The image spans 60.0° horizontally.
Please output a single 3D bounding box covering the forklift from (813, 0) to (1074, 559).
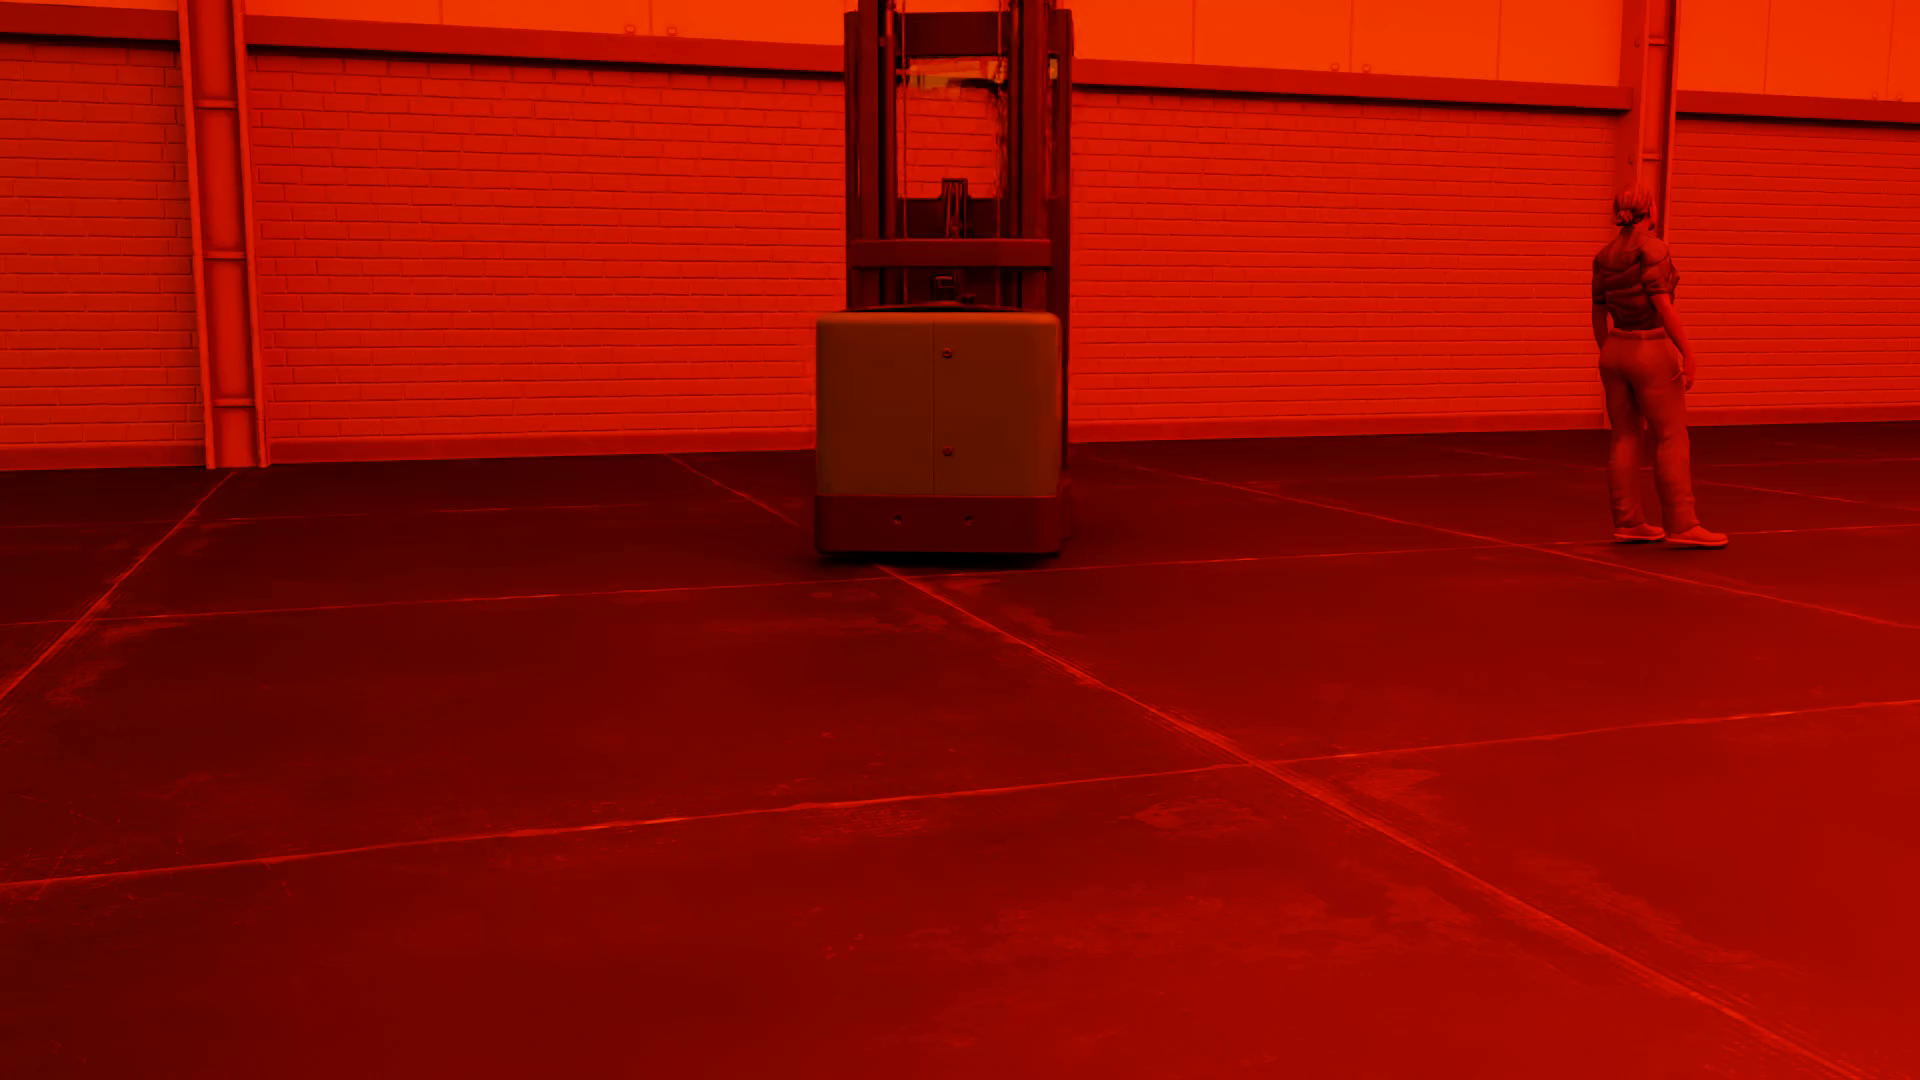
[{"bbox_3d":[0.010,-1.532,8.315,1.130,2.935,3.031,1,8,5],"label":"forklift"}]

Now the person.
[{"bbox_3d":[3.224,-0.812,7.702,0.505,1.654,0.570,-3,8,-20],"label":"person"}]
